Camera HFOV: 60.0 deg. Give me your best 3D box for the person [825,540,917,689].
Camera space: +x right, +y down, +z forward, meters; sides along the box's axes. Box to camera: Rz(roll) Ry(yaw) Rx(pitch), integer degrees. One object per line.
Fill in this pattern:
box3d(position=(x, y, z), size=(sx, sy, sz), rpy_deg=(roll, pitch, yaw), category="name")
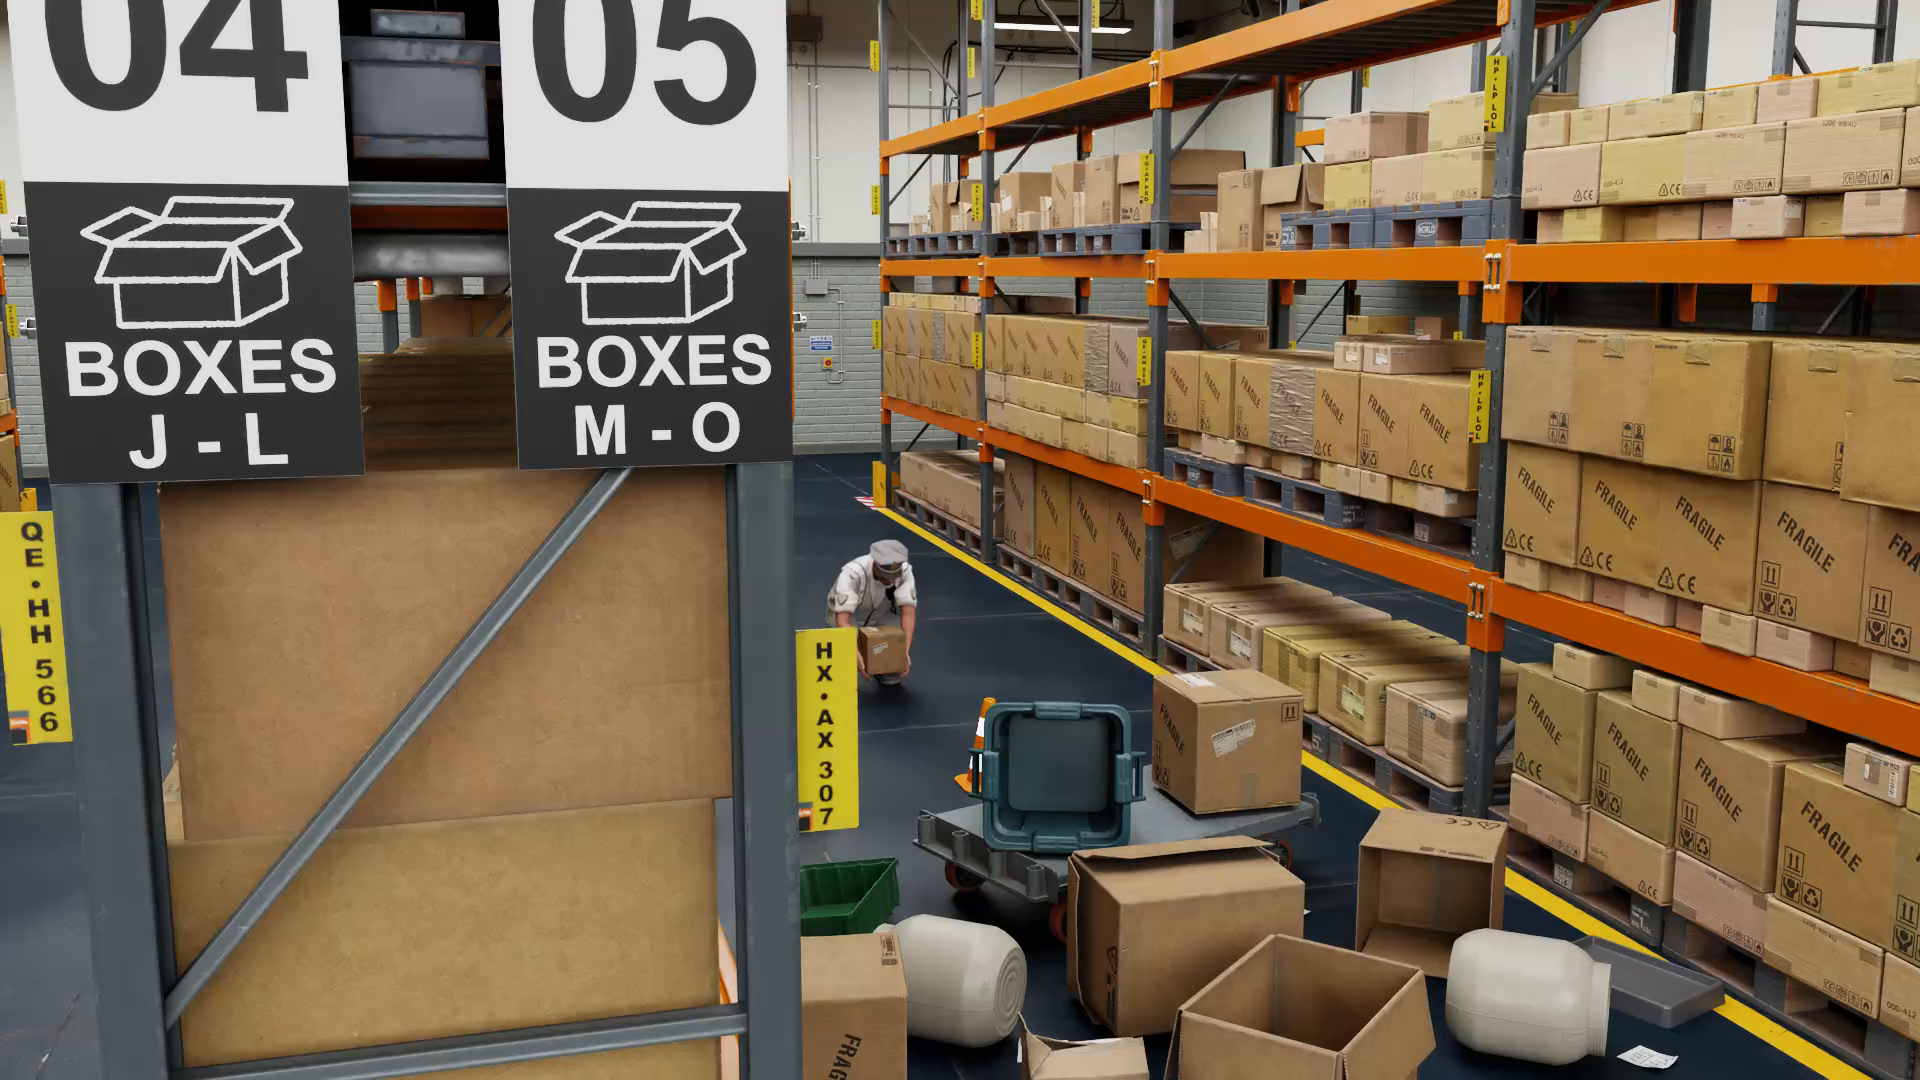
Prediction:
box3d(position=(-0.578, 0.467, 10.828), size=(0.553, 1.010, 0.903), rpy_deg=(-3, 10, -16), category="person")
